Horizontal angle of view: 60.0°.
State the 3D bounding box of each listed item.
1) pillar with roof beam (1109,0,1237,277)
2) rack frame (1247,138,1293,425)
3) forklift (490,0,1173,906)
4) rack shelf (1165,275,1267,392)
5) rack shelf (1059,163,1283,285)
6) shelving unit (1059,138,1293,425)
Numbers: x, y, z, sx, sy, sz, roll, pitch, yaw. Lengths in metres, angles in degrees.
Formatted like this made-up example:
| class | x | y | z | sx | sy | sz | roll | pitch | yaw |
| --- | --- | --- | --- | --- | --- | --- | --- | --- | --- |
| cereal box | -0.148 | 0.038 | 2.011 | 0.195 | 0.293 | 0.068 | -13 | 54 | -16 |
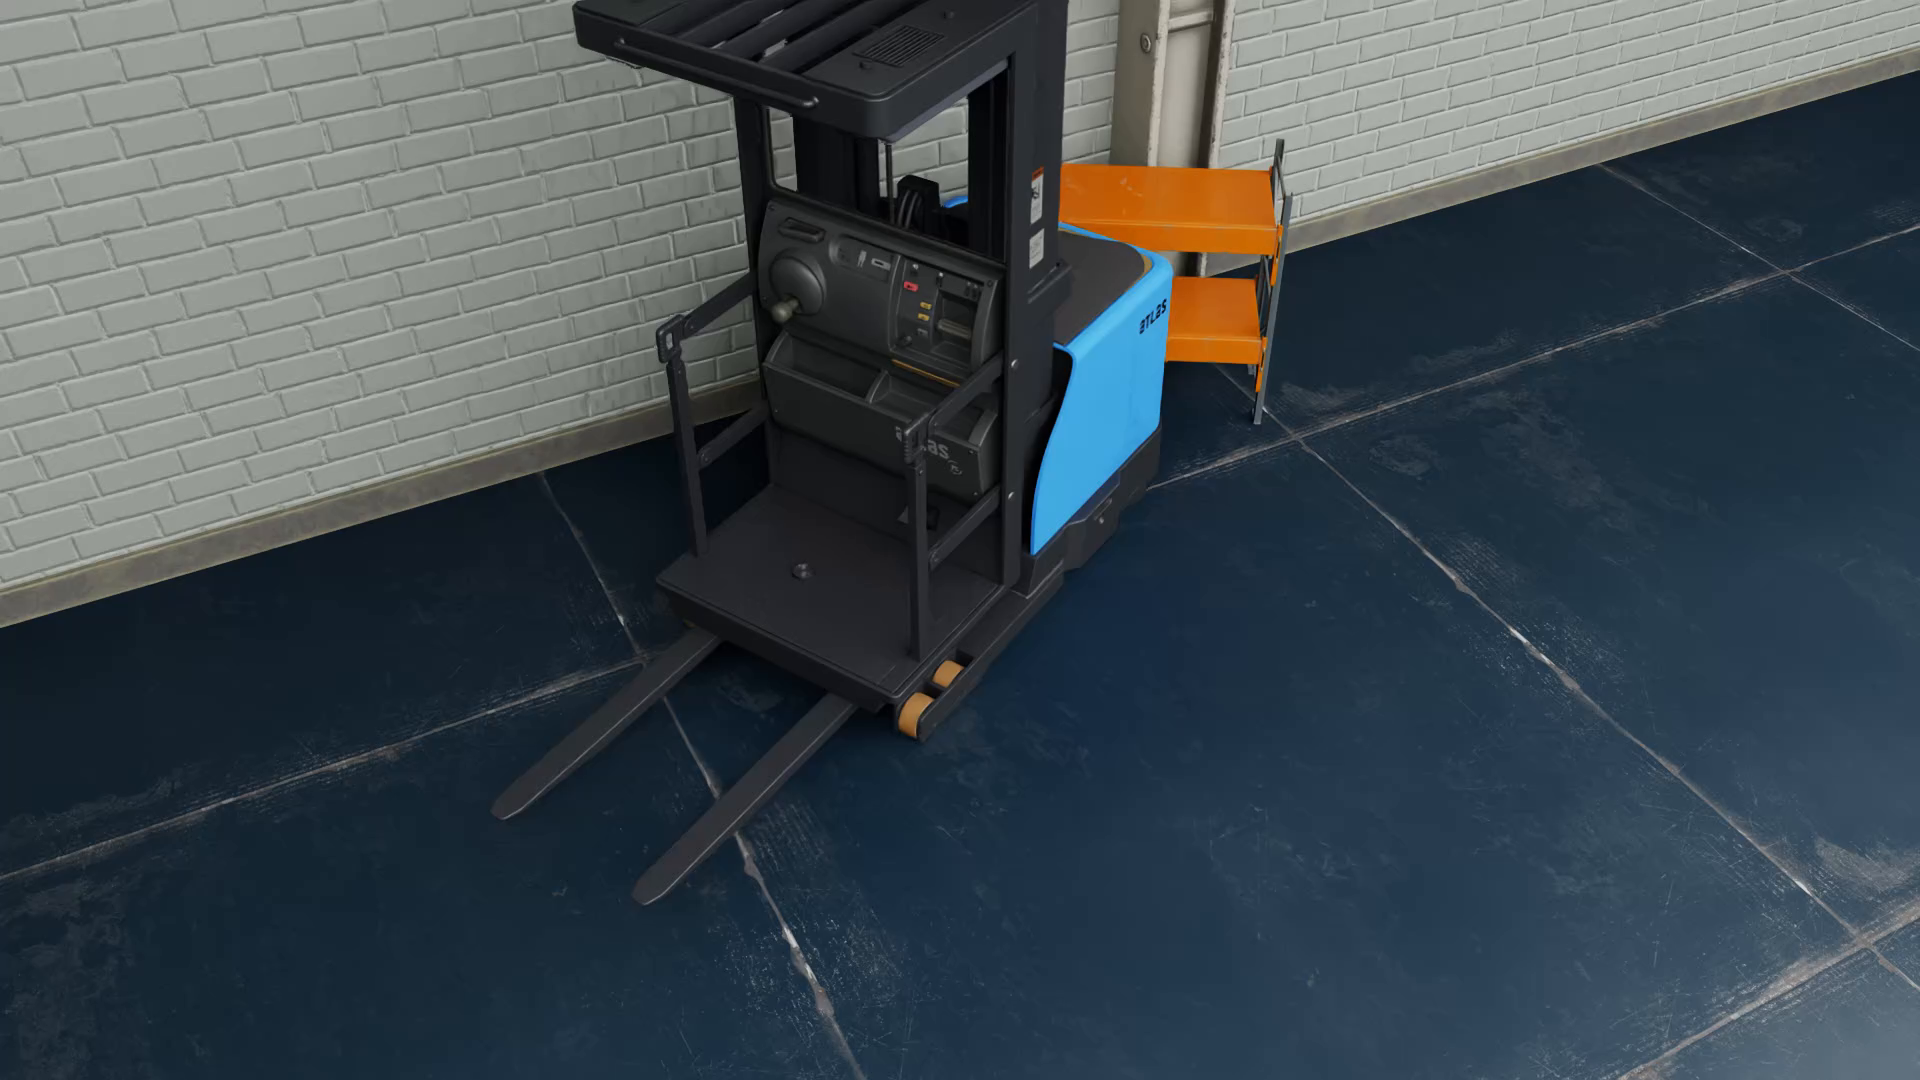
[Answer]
| class | x | y | z | sx | sy | sz | roll | pitch | yaw |
| --- | --- | --- | --- | --- | --- | --- | --- | --- | --- |
| pillar with roof beam | 2.917 | -2.092 | 2.257 | 0.400 | 9.000 | 9.100 | -19 | 44 | -21 |
| rack frame | 1.332 | -1.102 | 7.181 | 0.032 | 1.125 | 0.500 | 3 | 40 | 3 |
| forklift | -0.401 | -0.763 | 5.383 | 1.130 | 2.935 | 3.031 | 23 | 45 | 25 |
| rack shelf | 0.825 | -0.939 | 7.368 | 1.000 | 0.278 | 0.538 | 3 | 40 | 3 |
| rack shelf | 0.825 | -1.349 | 7.021 | 1.000 | 0.278 | 0.538 | 3 | 40 | 3 |
| shelving unit | 0.825 | -1.126 | 7.210 | 1.048 | 1.125 | 0.538 | 3 | 40 | 3 |
